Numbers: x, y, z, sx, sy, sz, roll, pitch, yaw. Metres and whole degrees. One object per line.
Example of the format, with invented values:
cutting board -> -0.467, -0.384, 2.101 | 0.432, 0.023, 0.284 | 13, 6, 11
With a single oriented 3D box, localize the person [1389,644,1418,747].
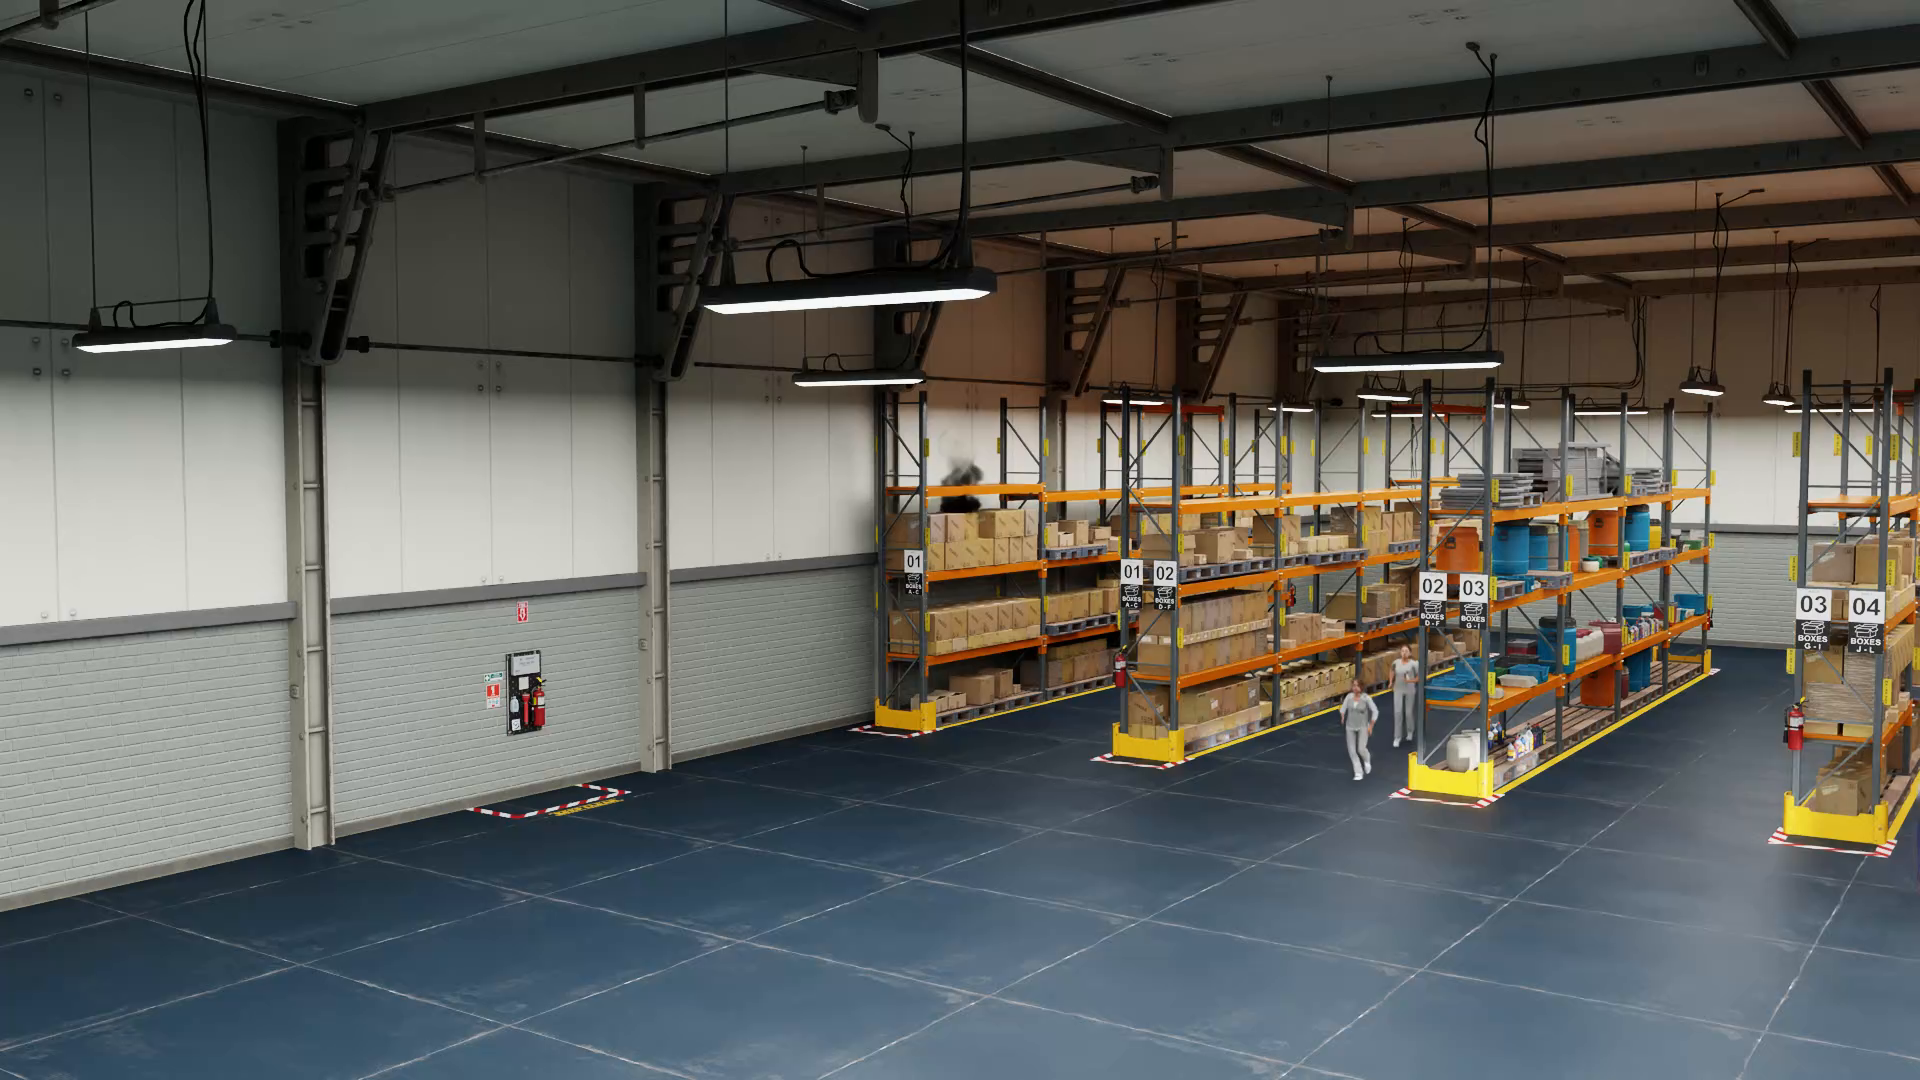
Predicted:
person -> 7.495, 2.589, 28.006 | 0.568, 1.680, 0.882 | 1, 3, 24

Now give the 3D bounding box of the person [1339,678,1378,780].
person -> 5.953, 2.848, 24.963 | 0.565, 1.541, 0.526 | 2, 4, 31
